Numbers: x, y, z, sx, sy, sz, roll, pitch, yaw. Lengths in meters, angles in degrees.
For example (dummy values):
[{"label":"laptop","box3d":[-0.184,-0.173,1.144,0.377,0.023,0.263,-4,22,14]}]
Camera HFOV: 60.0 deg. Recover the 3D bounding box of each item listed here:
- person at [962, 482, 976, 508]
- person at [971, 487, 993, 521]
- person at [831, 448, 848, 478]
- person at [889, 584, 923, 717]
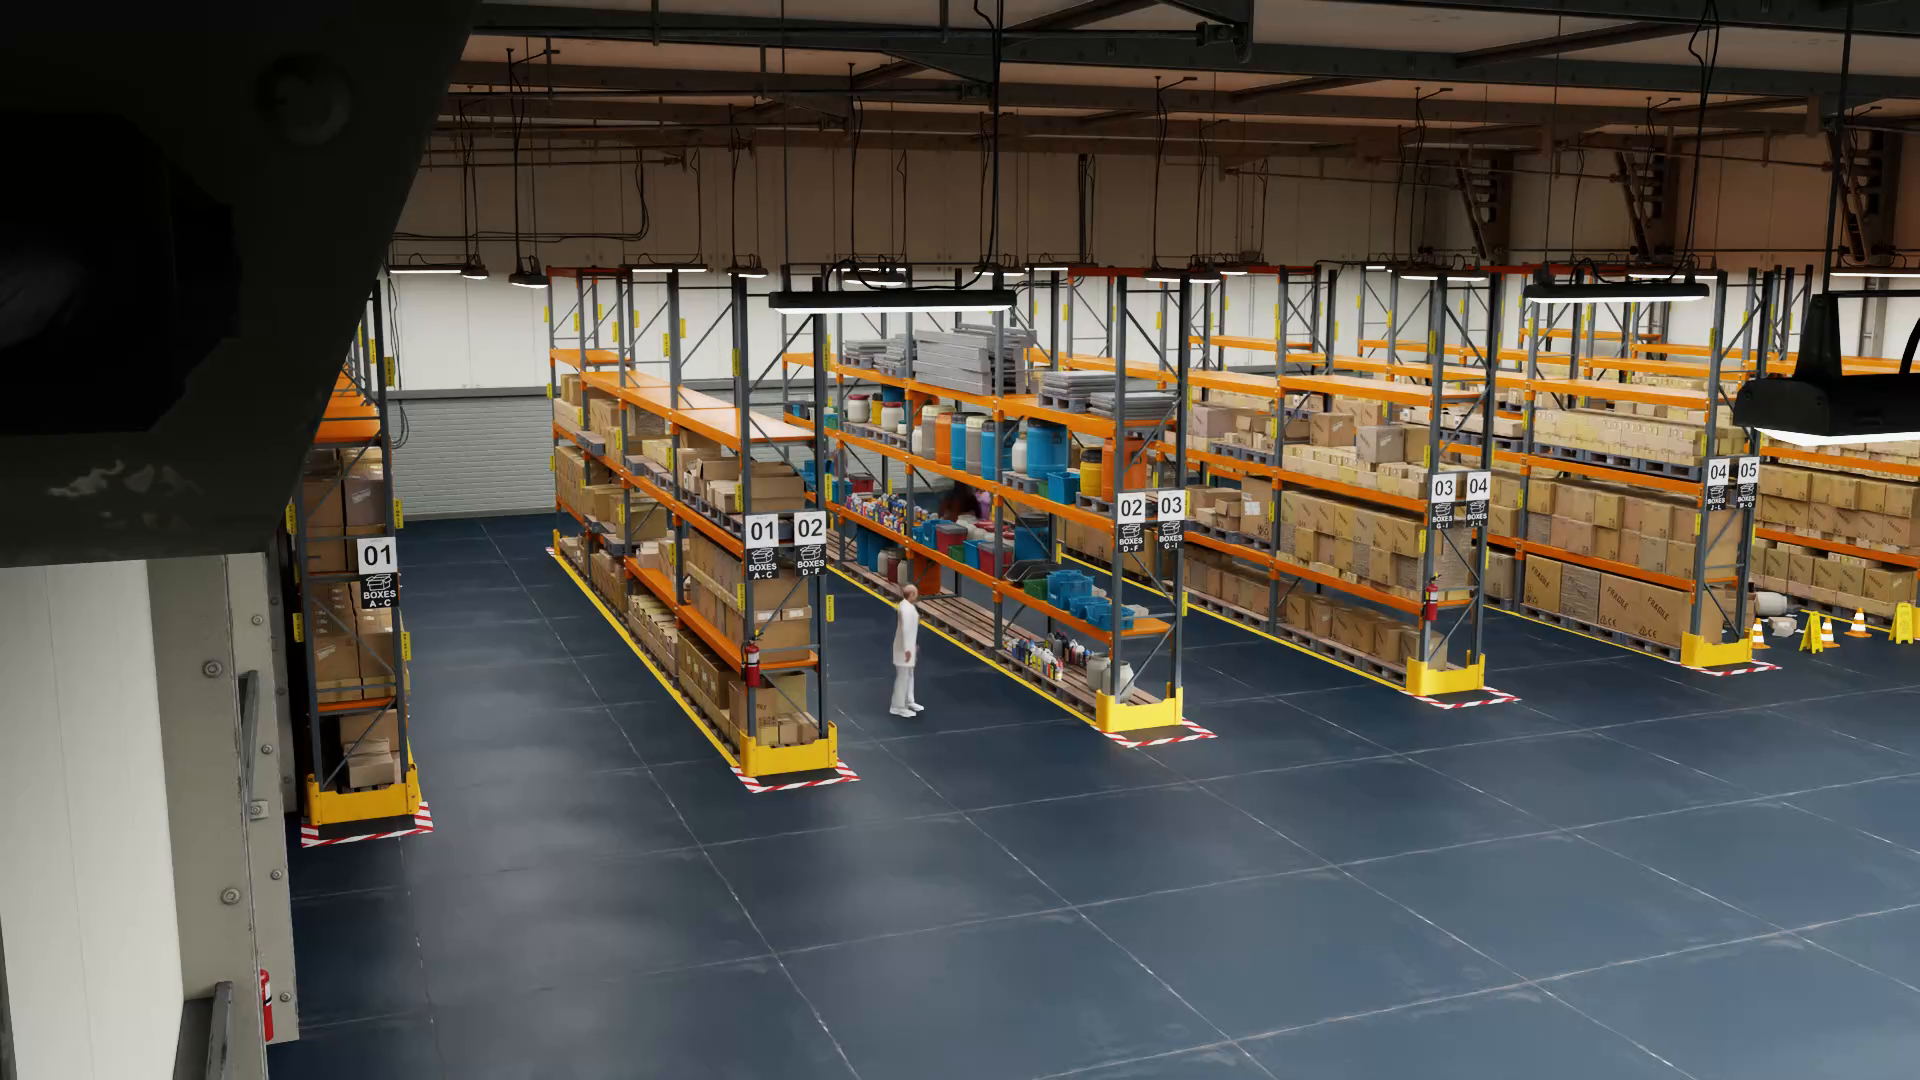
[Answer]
[{"label":"person","box3d":[0.233,-1.370,39.385,0.365,1.778,0.708,6,12,32]},{"label":"person","box3d":[0.419,-0.425,32.895,0.469,1.552,0.568,-4,11,-24]},{"label":"person","box3d":[-2.971,-1.589,40.649,0.925,1.736,0.625,1,10,6]},{"label":"person","box3d":[-0.743,1.498,22.908,0.474,1.794,0.630,0,10,-2]}]
